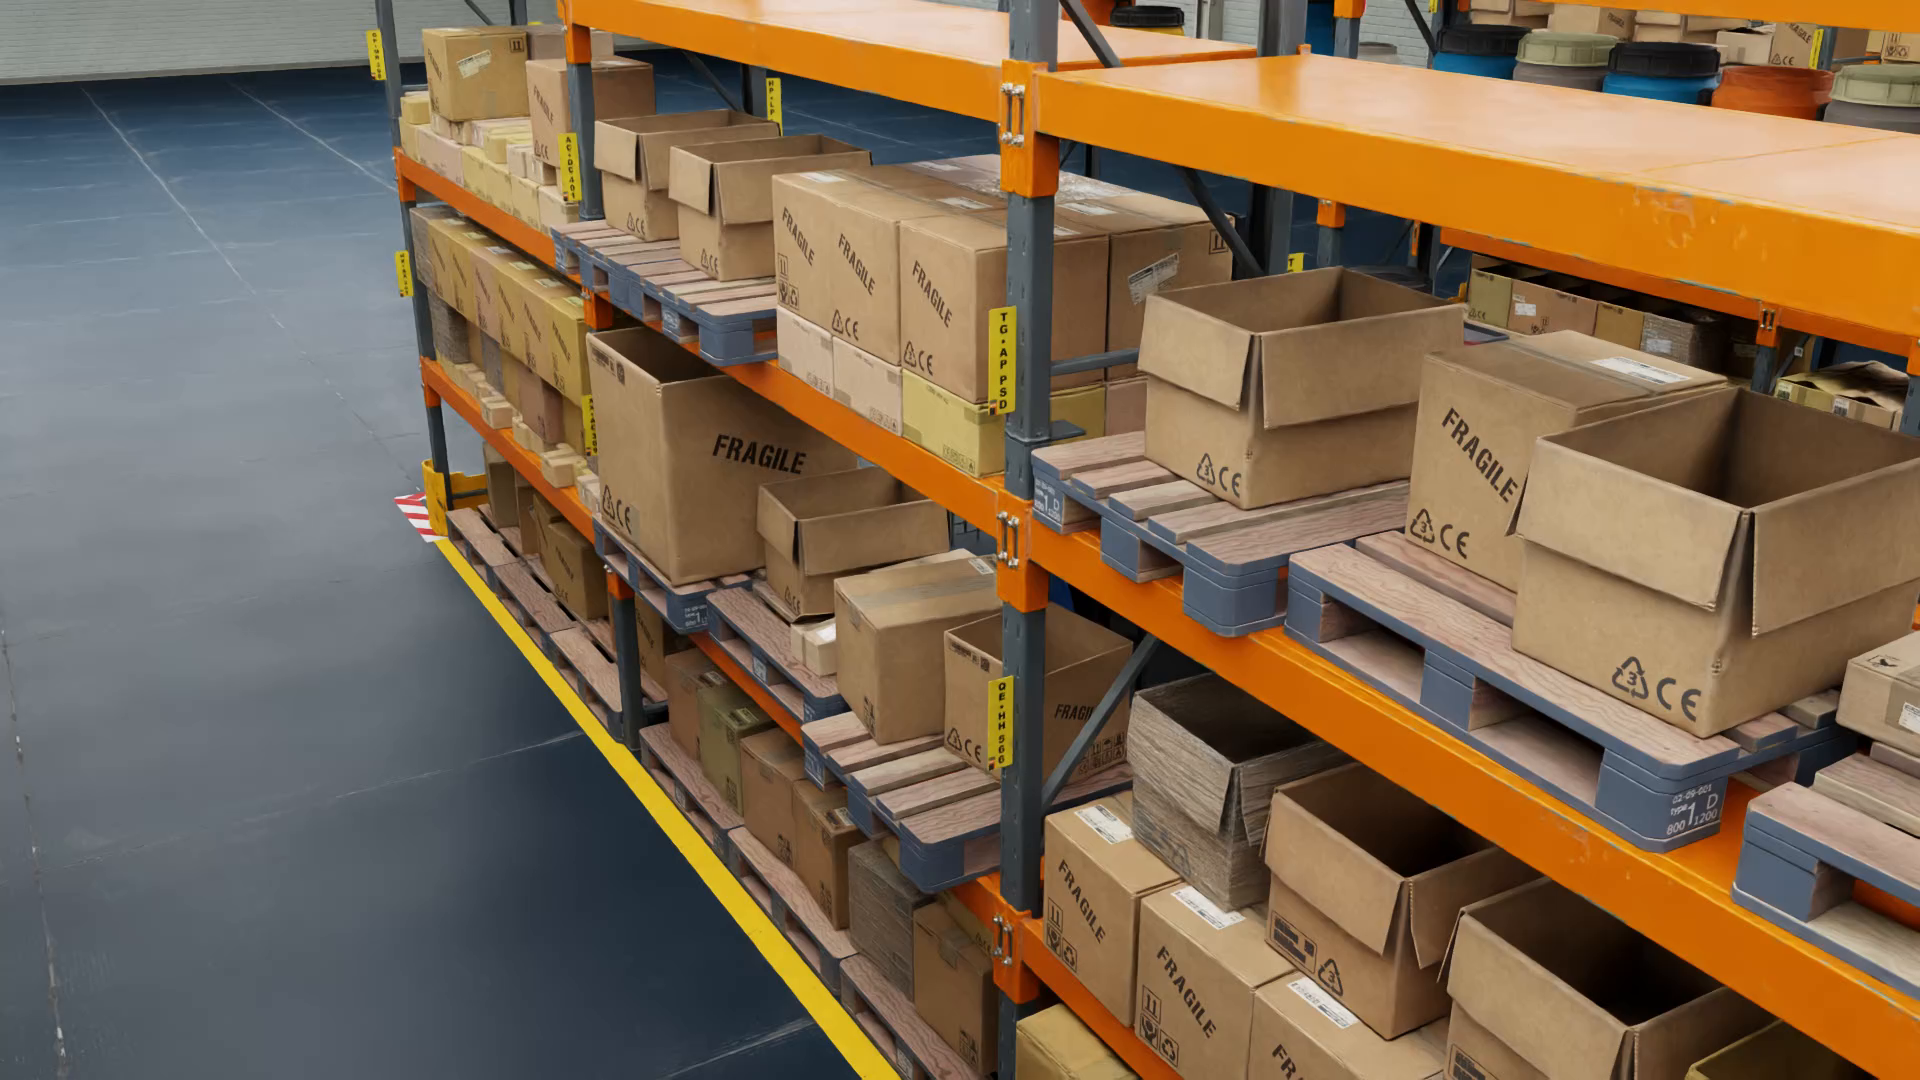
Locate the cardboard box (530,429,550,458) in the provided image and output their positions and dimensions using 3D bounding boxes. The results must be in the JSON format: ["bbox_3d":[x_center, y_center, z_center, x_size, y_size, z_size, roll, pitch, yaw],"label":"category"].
[{"bbox_3d":[-2.405,-0.615,10.176,0.380,0.149,0.250,-13,25,-28],"label":"cardboard box"}]

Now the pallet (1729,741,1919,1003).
[{"bbox_3d":[2.130,0.697,2.884,0.805,0.209,1.217,-14,26,-30],"label":"pallet"}]

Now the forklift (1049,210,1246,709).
[{"bbox_3d":[1.306,-0.163,8.820,1.130,2.935,3.031,-9,24,-21],"label":"forklift"}]

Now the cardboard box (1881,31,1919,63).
[{"bbox_3d":[7.353,-3.864,12.495,0.500,0.500,0.500,-12,25,-28],"label":"cardboard box"}]

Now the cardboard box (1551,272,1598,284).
[{"bbox_3d":[6.082,-2.335,16.170,0.500,0.500,0.500,-13,25,-28],"label":"cardboard box"}]

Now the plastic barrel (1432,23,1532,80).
[{"bbox_3d":[3.258,-2.756,10.460,0.600,0.901,0.708,-13,25,-28],"label":"plastic barrel"}]

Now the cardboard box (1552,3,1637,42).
[{"bbox_3d":[5.642,-4.609,14.807,0.500,0.500,0.500,-13,25,-28],"label":"cardboard box"}]

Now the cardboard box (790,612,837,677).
[{"bbox_3d":[-0.487,0.370,7.038,0.396,0.266,0.258,-13,26,-30],"label":"cardboard box"}]

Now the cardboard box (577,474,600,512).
[{"bbox_3d":[-1.928,-0.284,9.360,0.380,0.149,0.250,-13,25,-28],"label":"cardboard box"}]

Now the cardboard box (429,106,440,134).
[{"bbox_3d":[-3.185,-2.708,10.677,0.380,0.149,0.250,-12,25,-26],"label":"cardboard box"}]

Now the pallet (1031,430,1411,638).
[{"bbox_3d":[0.972,-0.114,4.875,1.213,0.211,1.003,-11,25,-26],"label":"pallet"}]

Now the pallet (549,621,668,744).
[{"bbox_3d":[-1.820,0.777,10.120,1.003,0.211,1.213,-13,25,-28],"label":"pallet"}]

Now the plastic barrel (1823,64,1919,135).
[{"bbox_3d":[4.622,-1.892,8.333,0.600,0.901,0.600,0,22,0],"label":"plastic barrel"}]

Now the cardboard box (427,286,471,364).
[{"bbox_3d":[-3.232,-1.600,11.737,0.875,0.500,0.500,-13,25,-28],"label":"cardboard box"}]

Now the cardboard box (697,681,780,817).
[{"bbox_3d":[-0.924,1.011,8.577,0.700,0.500,0.500,-13,25,-29],"label":"cardboard box"}]

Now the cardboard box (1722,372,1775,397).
[{"bbox_3d":[7.096,-1.338,14.714,0.500,0.250,0.500,-13,25,-28],"label":"cardboard box"}]

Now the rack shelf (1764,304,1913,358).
[{"bbox_3d":[8.094,-1.228,12.305,1.077,0.370,4.000,-13,25,-28],"label":"rack shelf"}]

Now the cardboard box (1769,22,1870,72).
[{"bbox_3d":[7.042,-4.118,13.599,0.500,0.500,0.500,-10,24,-24],"label":"cardboard box"}]

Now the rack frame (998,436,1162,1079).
[{"bbox_3d":[0.597,0.990,5.892,1.000,3.000,0.127,-13,25,-28],"label":"rack frame"}]

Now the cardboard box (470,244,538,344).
[{"bbox_3d":[-2.676,-1.531,10.238,0.500,0.500,0.500,-13,25,-28],"label":"cardboard box"}]

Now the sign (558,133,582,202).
[{"bbox_3d":[-1.909,-1.827,8.152,0.100,0.325,0.005,-13,25,-28],"label":"sign"}]

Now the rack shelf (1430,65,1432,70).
[{"bbox_3d":[6.050,-3.913,14.926,1.077,0.370,4.000,-13,25,-28],"label":"rack shelf"}]

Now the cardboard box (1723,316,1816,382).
[{"bbox_3d":[7.104,-1.687,14.577,0.500,0.500,0.500,-13,25,-28],"label":"cardboard box"}]

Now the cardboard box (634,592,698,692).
[{"bbox_3d":[-1.616,0.522,9.806,0.500,0.500,0.500,-13,26,-30],"label":"cardboard box"}]

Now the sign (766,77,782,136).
[{"bbox_3d":[-0.971,-2.224,8.606,0.100,0.325,0.005,-13,25,-28],"label":"sign"}]

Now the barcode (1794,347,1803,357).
[{"bbox_3d":[6.845,-1.537,13.569,0.001,0.075,0.075,-13,25,-28],"label":"barcode"}]

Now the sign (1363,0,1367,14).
[{"bbox_3d":[6.174,-8.243,25.529,0.001,0.298,0.199,-13,25,-28],"label":"sign"}]

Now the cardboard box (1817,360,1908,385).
[{"bbox_3d":[7.525,-1.313,13.908,0.500,0.311,0.500,-13,25,-28],"label":"cardboard box"}]

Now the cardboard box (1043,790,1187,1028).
[{"bbox_3d":[0.612,1.154,5.357,0.500,0.500,0.500,-12,25,-27],"label":"cardboard box"}]

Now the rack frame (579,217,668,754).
[{"bbox_3d":[-1.446,-0.305,9.077,1.000,3.000,0.127,-13,25,-28],"label":"rack frame"}]

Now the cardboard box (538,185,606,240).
[{"bbox_3d":[-1.903,-1.722,8.780,0.500,0.250,0.500,-12,25,-26],"label":"cardboard box"}]

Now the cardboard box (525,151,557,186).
[{"bbox_3d":[-2.121,-2.028,9.003,0.380,0.149,0.250,-14,26,-31],"label":"cardboard box"}]

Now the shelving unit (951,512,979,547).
[{"bbox_3d":[-0.007,-0.561,12.097,0.258,1.200,0.189,-13,25,-28],"label":"shelving unit"}]

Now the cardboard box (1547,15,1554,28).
[{"bbox_3d":[5.844,-4.761,15.513,0.500,0.250,0.500,-13,25,-28],"label":"cardboard box"}]

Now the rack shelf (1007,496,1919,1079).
[{"bbox_3d":[1.619,0.581,3.869,1.077,0.370,4.000,-13,25,-28],"label":"rack shelf"}]

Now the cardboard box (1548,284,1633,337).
[{"bbox_3d":[5.876,-2.069,15.517,0.500,0.500,0.500,-13,25,-28],"label":"cardboard box"}]

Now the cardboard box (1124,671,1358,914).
[{"bbox_3d":[0.957,0.719,5.094,0.797,0.503,0.637,-12,25,-26],"label":"cardboard box"}]

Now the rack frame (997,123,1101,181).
[{"bbox_3d":[0.769,-2.552,14.607,1.000,3.000,0.127,-13,25,-28],"label":"rack frame"}]

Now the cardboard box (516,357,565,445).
[{"bbox_3d":[-2.190,-0.957,10.155,0.875,0.500,0.500,-13,25,-28],"label":"cardboard box"}]

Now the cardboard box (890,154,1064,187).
[{"bbox_3d":[0.059,-1.205,6.513,0.500,0.500,0.500,-13,26,-30],"label":"cardboard box"}]

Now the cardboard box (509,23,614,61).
[{"bbox_3d":[-2.480,-2.952,10.414,0.500,0.500,0.500,-13,25,-28],"label":"cardboard box"}]

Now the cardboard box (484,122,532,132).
[{"bbox_3d":[-2.600,-2.389,9.891,0.380,0.149,0.250,-14,26,-30],"label":"cardboard box"}]

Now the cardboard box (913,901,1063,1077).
[{"bbox_3d":[0.238,1.731,6.804,0.700,0.500,0.500,-14,26,-31],"label":"cardboard box"}]

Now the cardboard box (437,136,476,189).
[{"bbox_3d":[-2.947,-2.387,10.416,0.500,0.250,0.500,-13,25,-28],"label":"cardboard box"}]

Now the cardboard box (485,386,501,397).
[{"bbox_3d":[-2.905,-0.942,10.978,0.380,0.149,0.250,-13,25,-28],"label":"cardboard box"}]

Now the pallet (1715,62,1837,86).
[{"bbox_3d":[6.614,-3.829,13.881,1.003,0.211,1.213,-13,25,-28],"label":"pallet"}]

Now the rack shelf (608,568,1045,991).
[{"bbox_3d":[-0.424,0.676,7.620,1.077,0.370,4.000,-13,25,-28],"label":"rack shelf"}]

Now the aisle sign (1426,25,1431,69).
[{"bbox_3d":[4.732,-4.670,16.366,0.394,0.787,0.004,-13,25,-28],"label":"aisle sign"}]

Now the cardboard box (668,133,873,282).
[{"bbox_3d":[-0.809,-1.461,7.243,0.797,0.503,0.637,-11,25,-26],"label":"cardboard box"}]

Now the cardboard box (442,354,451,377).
[{"bbox_3d":[-3.438,-1.260,11.762,0.380,0.149,0.250,-13,25,-28],"label":"cardboard box"}]

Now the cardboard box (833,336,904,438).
[{"bbox_3d":[-0.122,-0.595,6.006,0.500,0.250,0.500,-13,25,-28],"label":"cardboard box"}]

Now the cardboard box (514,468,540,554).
[{"bbox_3d":[-2.850,-0.244,11.689,0.500,0.500,0.500,-6,23,-14],"label":"cardboard box"}]

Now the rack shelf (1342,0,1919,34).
[{"bbox_3d":[3.834,-2.870,8.909,1.077,0.370,4.000,-13,25,-28],"label":"rack shelf"}]

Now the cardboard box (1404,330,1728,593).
[{"bbox_3d":[1.487,-0.194,4.131,0.500,0.500,0.500,-11,25,-25],"label":"cardboard box"}]

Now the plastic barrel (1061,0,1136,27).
[{"bbox_3d":[1.126,-4.202,13.555,0.600,0.830,0.708,-13,25,-28],"label":"plastic barrel"}]

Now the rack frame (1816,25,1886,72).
[{"bbox_3d":[7.072,-4.988,12.632,1.000,3.000,0.127,-13,25,-28],"label":"rack frame"}]
